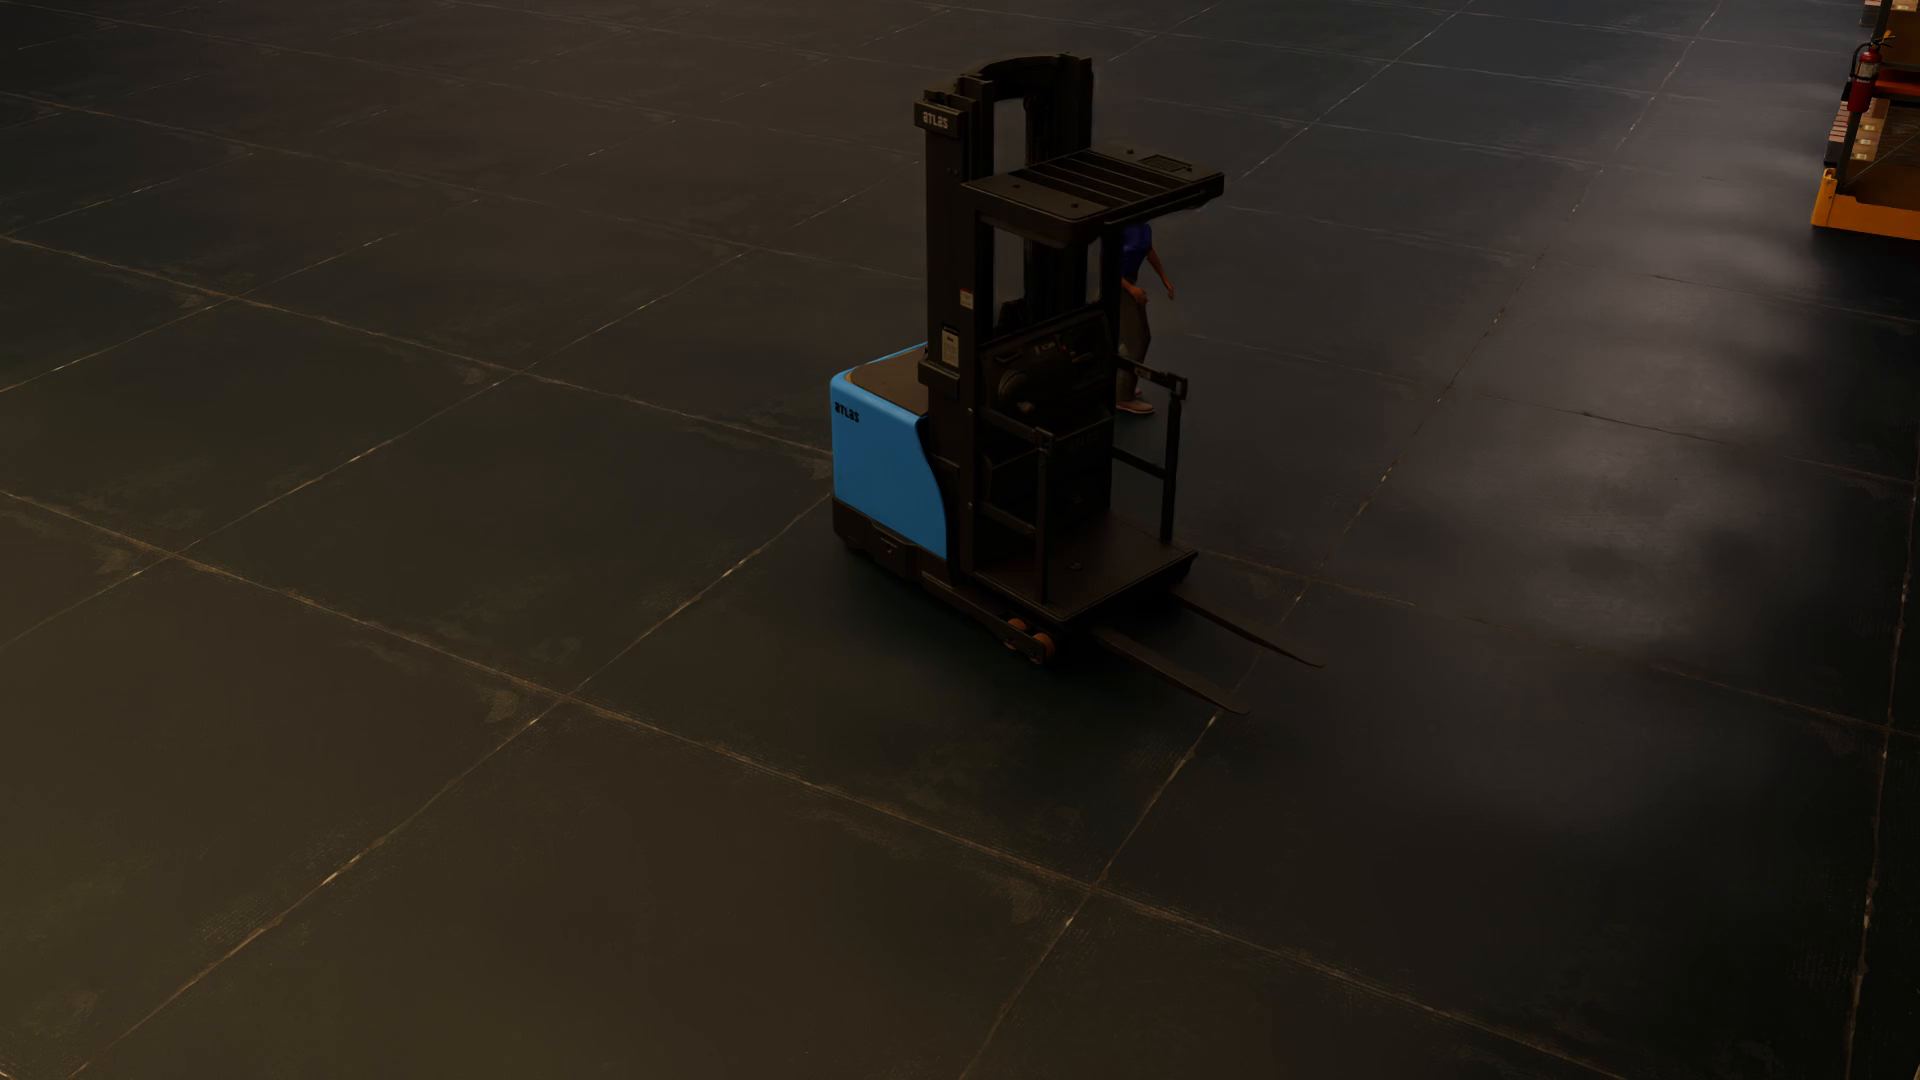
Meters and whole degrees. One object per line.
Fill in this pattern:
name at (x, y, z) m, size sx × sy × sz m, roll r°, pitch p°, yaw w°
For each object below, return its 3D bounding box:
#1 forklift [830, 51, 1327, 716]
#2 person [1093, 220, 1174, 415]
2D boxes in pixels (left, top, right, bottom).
forklift at (0.606, -0.896, 8.623) m, size 1.130 × 2.935 × 3.031 m, roll -25°, pitch 38°, yaw -36°
person at (1.181, -1.666, 11.304) m, size 0.468 × 1.612 × 0.669 m, roll 14°, pitch 33°, yaw 22°
